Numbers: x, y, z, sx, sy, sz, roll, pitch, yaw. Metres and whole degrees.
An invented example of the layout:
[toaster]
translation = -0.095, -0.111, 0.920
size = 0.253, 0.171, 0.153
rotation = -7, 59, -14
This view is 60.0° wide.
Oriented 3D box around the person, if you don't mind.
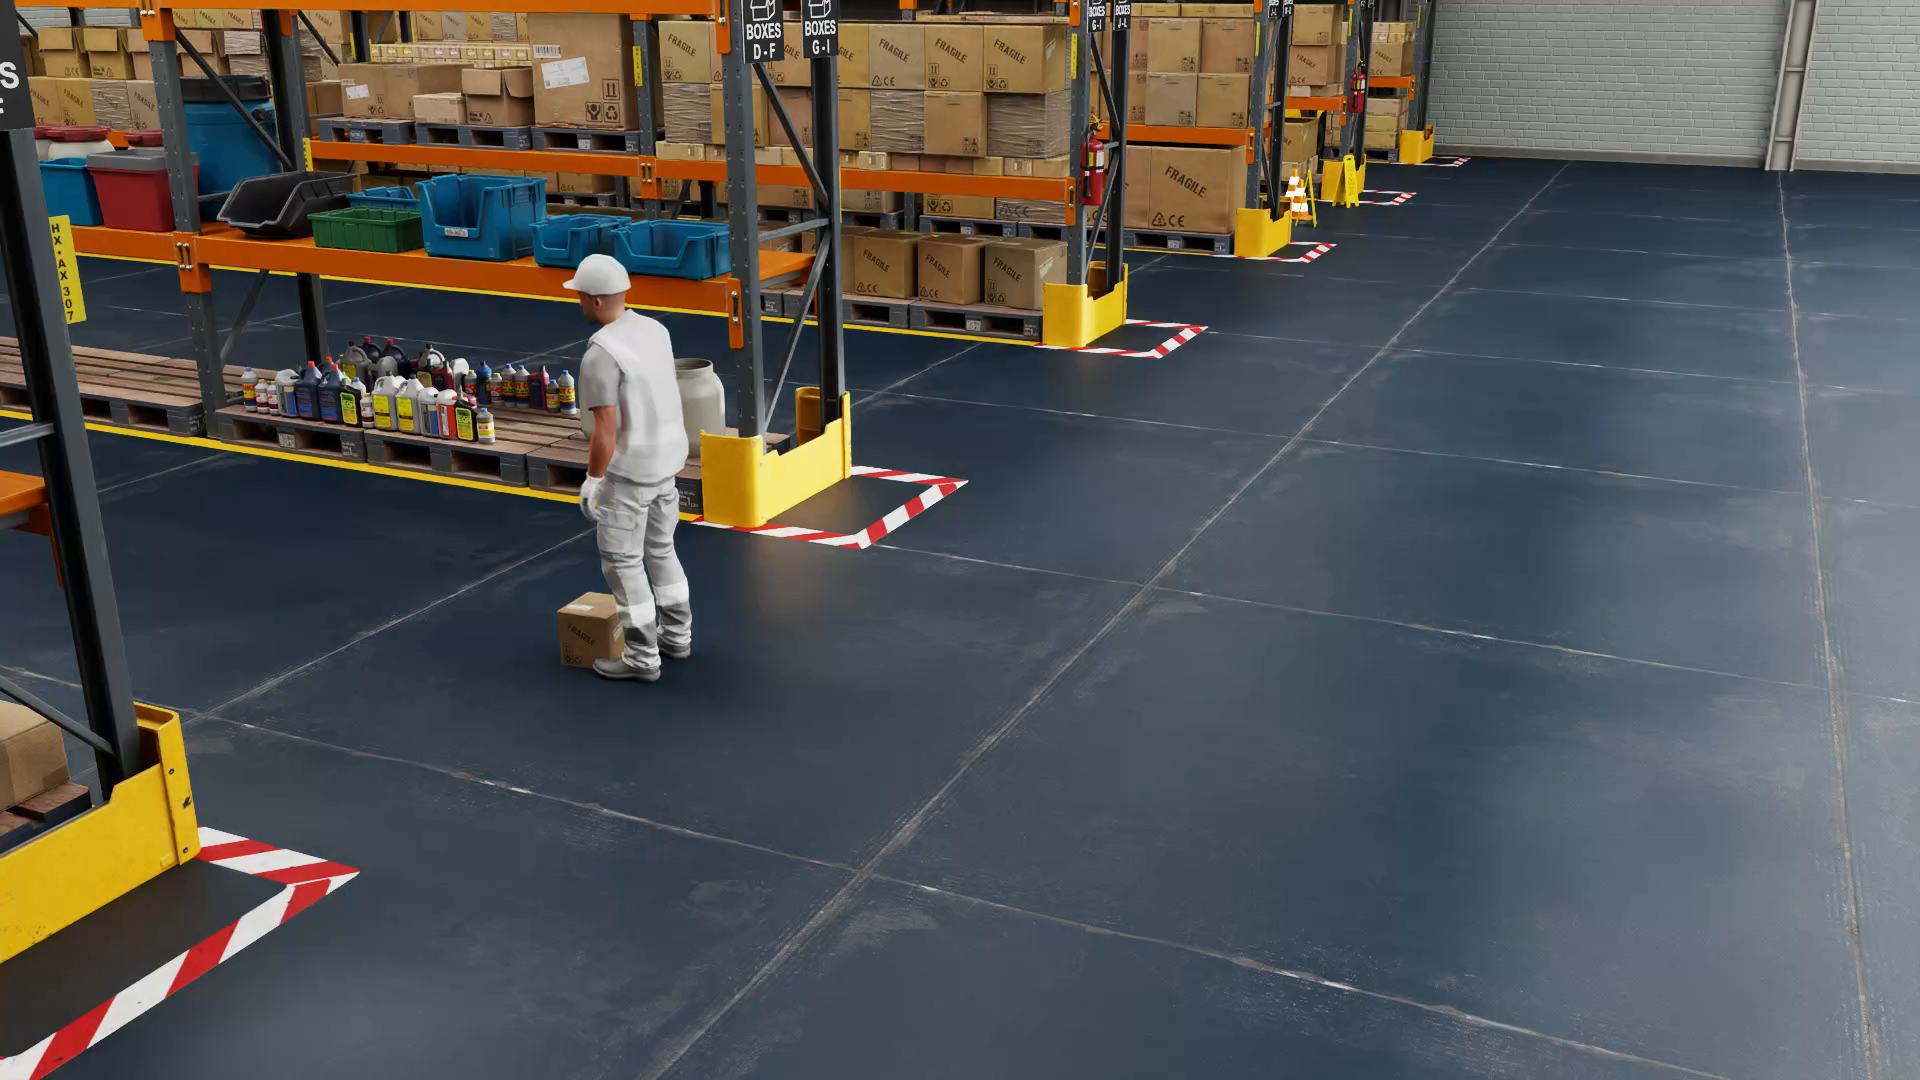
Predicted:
[person]
translation = -1.368, -0.293, 6.898
size = 0.455, 1.779, 0.619
rotation = 8, 20, 22
